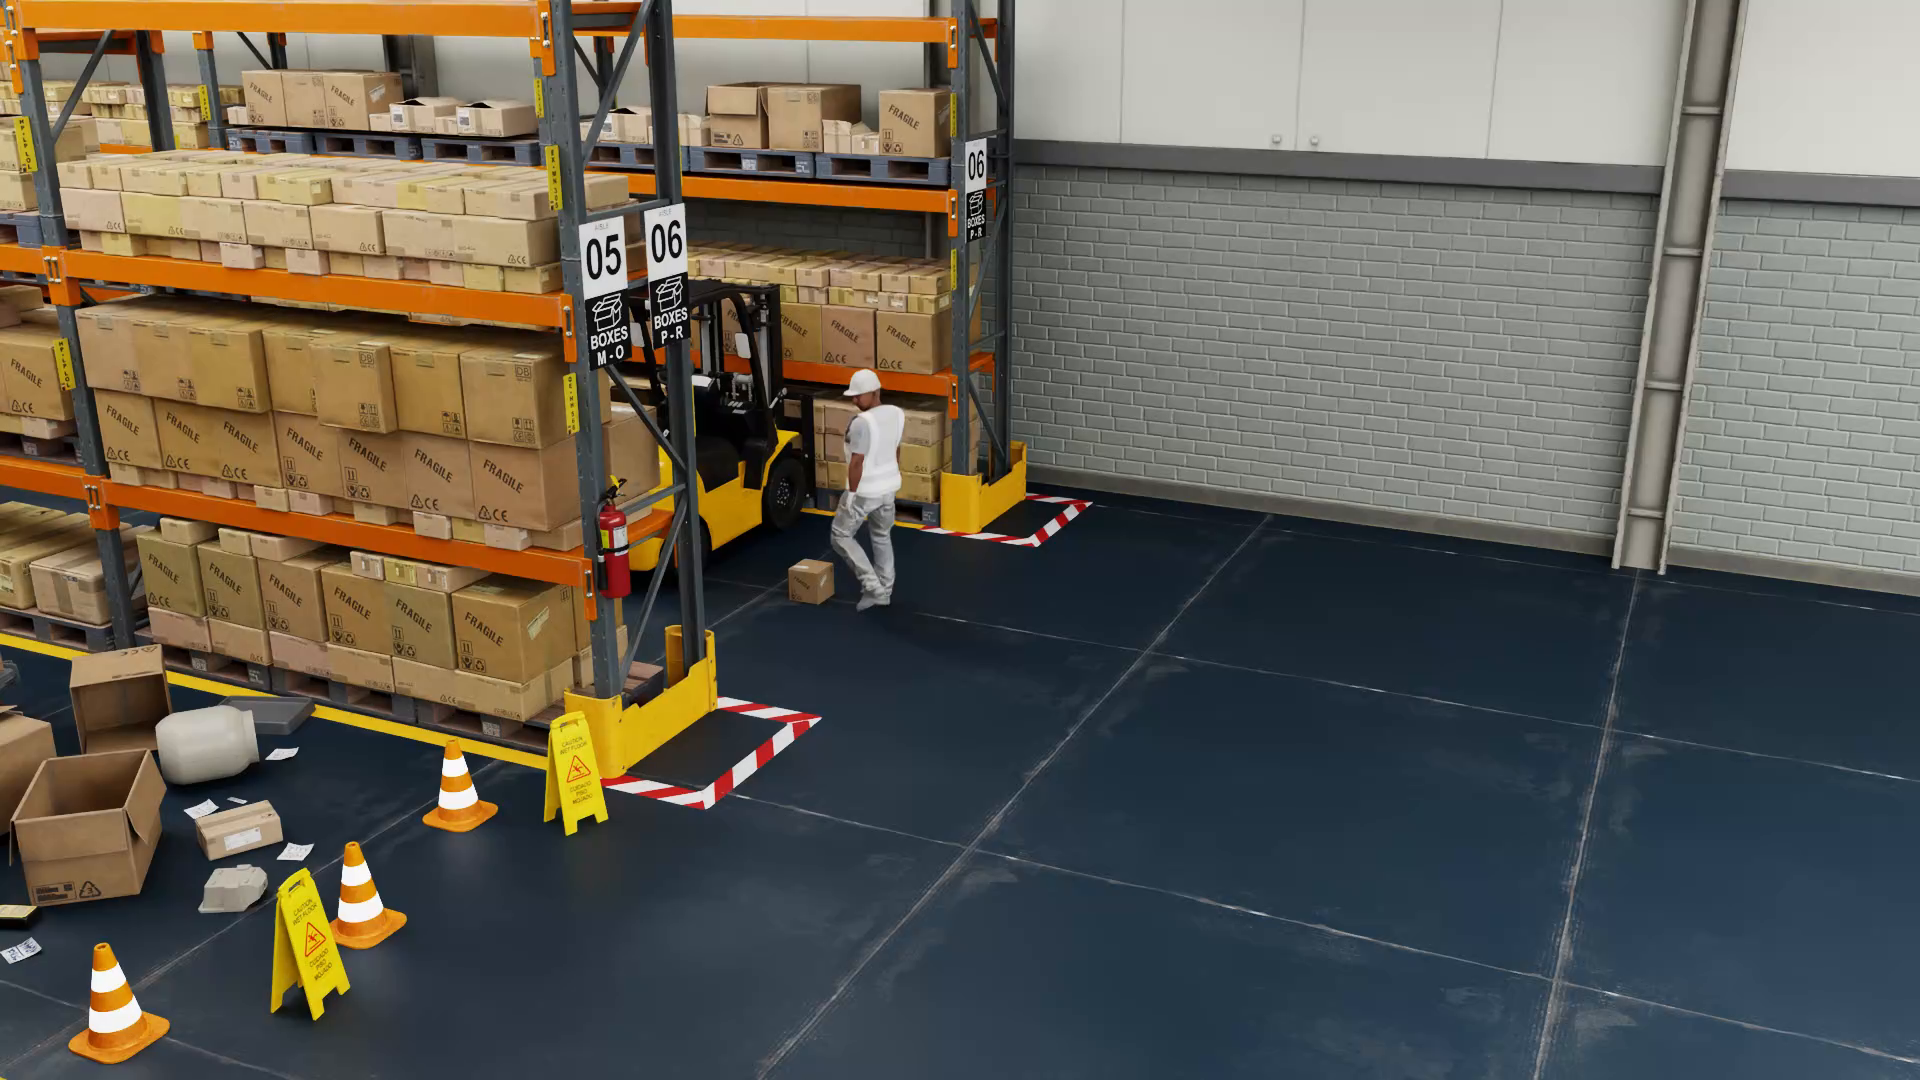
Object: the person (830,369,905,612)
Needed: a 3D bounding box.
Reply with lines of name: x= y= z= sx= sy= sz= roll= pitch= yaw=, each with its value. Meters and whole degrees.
person: x=-0.624 y=-0.362 z=12.024 sx=0.496 sy=1.779 sz=0.622 roll=17 pitch=25 yaw=40
